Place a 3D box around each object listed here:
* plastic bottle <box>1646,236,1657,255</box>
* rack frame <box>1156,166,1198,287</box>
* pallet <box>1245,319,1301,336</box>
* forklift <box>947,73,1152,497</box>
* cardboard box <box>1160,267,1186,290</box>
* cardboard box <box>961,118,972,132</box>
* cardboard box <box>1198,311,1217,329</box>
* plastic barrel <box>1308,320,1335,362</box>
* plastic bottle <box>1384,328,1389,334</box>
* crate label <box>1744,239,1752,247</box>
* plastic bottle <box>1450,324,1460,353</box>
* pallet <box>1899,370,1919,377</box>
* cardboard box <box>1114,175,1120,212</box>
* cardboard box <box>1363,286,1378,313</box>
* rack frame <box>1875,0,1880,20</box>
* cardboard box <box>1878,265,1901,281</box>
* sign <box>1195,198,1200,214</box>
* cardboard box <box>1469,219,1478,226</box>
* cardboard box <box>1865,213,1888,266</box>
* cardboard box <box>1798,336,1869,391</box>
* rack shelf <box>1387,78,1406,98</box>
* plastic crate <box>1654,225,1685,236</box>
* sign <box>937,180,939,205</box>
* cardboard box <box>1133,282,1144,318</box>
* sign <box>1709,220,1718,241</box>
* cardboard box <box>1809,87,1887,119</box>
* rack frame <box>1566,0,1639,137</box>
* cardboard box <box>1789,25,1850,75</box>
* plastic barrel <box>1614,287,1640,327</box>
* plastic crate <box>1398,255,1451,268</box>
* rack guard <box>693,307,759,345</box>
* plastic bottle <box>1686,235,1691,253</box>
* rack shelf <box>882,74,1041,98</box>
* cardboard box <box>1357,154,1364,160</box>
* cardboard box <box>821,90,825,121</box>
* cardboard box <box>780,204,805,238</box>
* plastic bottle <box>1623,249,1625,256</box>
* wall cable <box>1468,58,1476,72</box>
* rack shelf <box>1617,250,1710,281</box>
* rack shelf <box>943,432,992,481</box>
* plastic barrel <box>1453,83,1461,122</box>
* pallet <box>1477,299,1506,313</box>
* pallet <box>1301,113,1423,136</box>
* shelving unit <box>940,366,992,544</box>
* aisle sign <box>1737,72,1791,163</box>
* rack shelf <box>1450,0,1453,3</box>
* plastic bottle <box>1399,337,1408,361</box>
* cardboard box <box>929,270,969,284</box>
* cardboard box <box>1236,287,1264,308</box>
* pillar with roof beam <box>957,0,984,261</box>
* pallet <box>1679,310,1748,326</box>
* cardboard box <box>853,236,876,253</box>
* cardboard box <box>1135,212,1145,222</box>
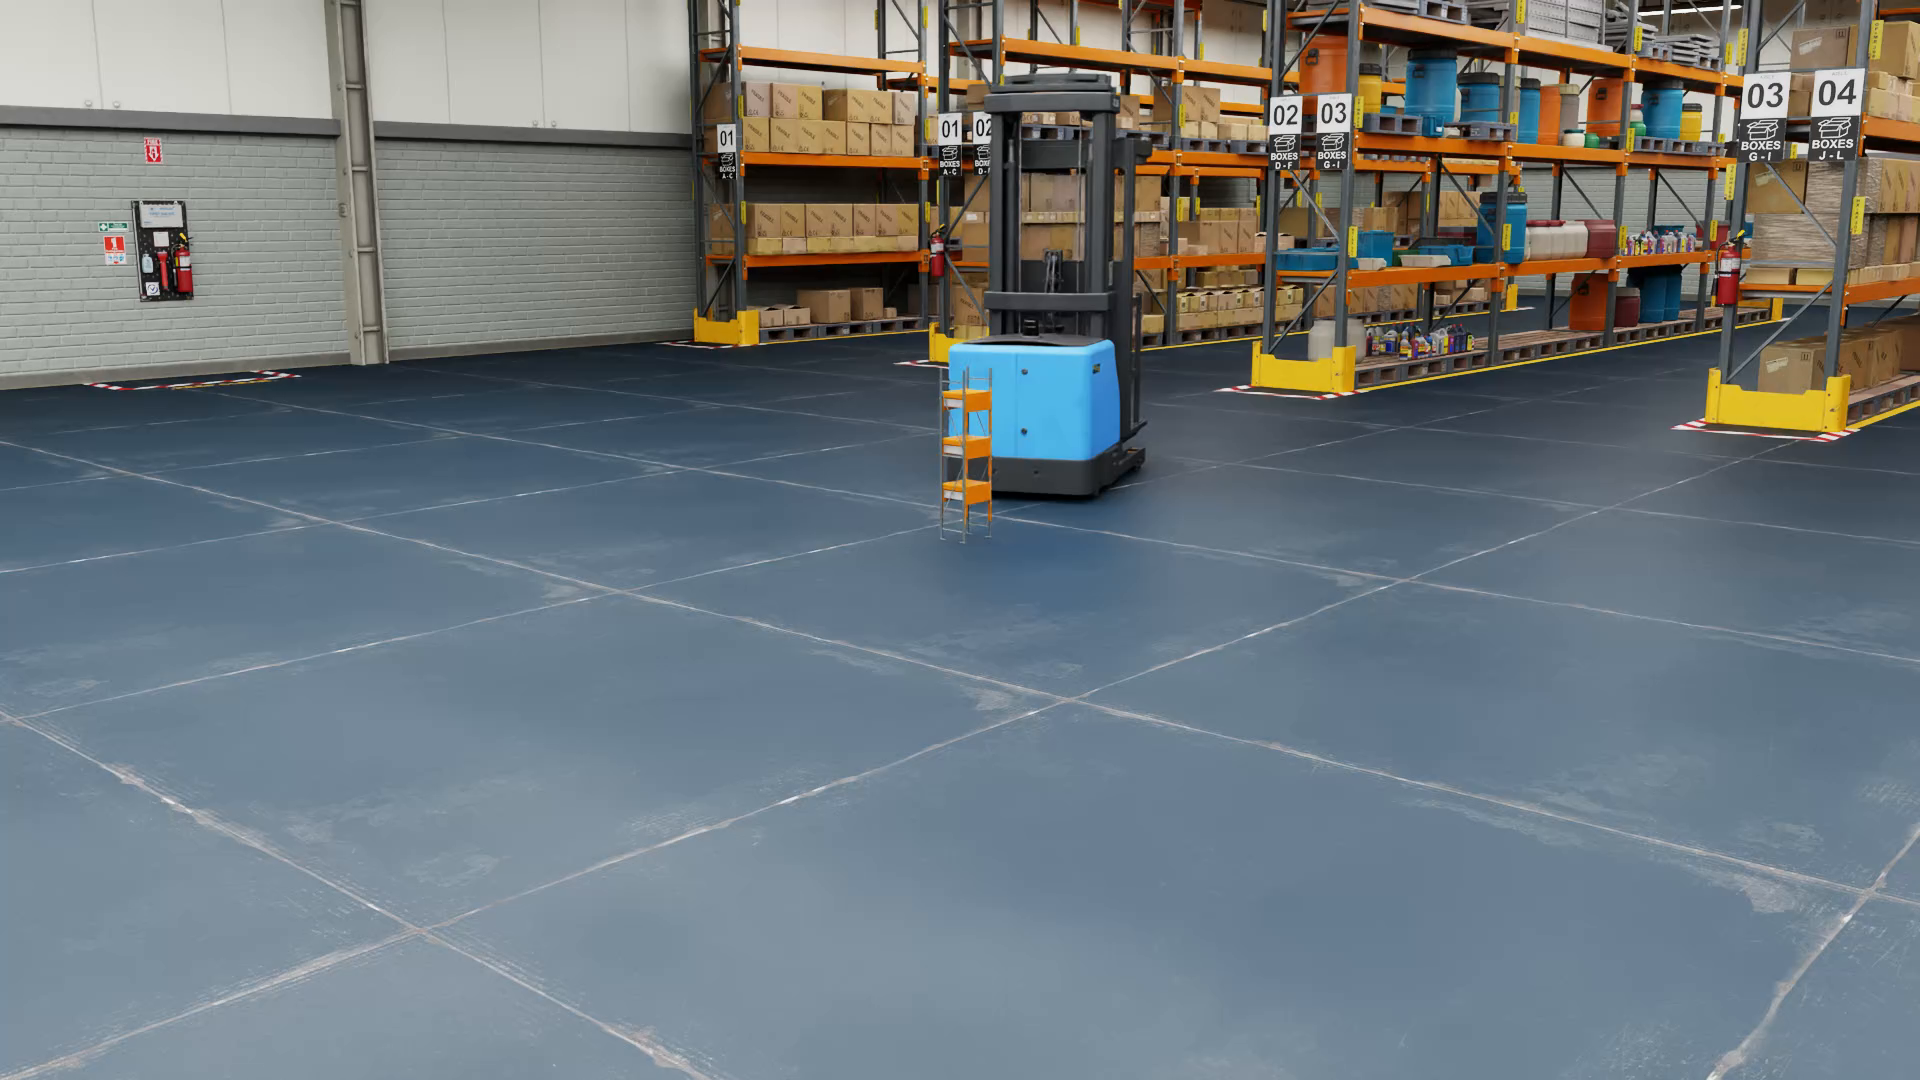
[{"bbox_3d":[10.577,-4.514,25.470,0.152,0.276,0.135,10,15,40],"label":"plastic bottle"},{"bbox_3d":[4.332,-6.218,33.686,1.000,3.000,0.127,10,15,40],"label":"rack frame"},{"bbox_3d":[4.842,-3.506,27.228,1.003,0.211,1.213,10,15,40],"label":"pallet"},{"bbox_3d":[0.825,-1.981,12.647,1.130,2.935,3.031,3,12,17],"label":"forklift"},{"bbox_3d":[4.000,-5.258,33.293,0.750,0.750,0.750,10,15,41],"label":"cardboard box"},{"bbox_3d":[0.286,-7.019,28.708,0.500,0.500,0.500,9,14,38],"label":"cardboard box"},{"bbox_3d":[3.565,-3.361,25.330,0.500,0.250,0.500,10,15,42],"label":"cardboard box"},{"bbox_3d":[4.229,-2.265,19.171,0.421,0.512,0.421,0,11,0],"label":"plastic barrel"},{"bbox_3d":[5.383,-2.532,21.044,0.061,0.283,0.133,11,15,43],"label":"plastic bottle"},{"bbox_3d":[13.644,-5.198,29.097,0.396,0.136,0.243,10,15,40],"label":"crate label"},{"bbox_3d":[6.157,-2.517,20.794,0.144,0.351,0.185,9,14,38],"label":"plastic bottle"},{"bbox_3d":[10.726,-1.867,19.022,1.003,0.211,1.213,10,15,40],"label":"pallet"},{"bbox_3d":[1.822,-4.872,23.380,0.700,0.500,0.500,10,15,40],"label":"cardboard box"},{"bbox_3d":[6.947,-4.238,29.031,0.500,0.500,0.500,9,14,38],"label":"cardboard box"},{"bbox_3d":[10.213,-6.062,17.587,1.000,3.000,0.127,10,15,40],"label":"rack frame"},{"bbox_3d":[9.003,-2.628,16.350,0.380,0.149,0.250,10,15,40],"label":"cardboard box"},{"bbox_3d":[4.746,-6.679,33.237,0.100,0.325,0.005,10,15,40],"label":"sign"},{"bbox_3d":[9.598,-5.891,31.794,0.500,0.500,0.500,9,15,40],"label":"cardboard box"},{"bbox_3d":[8.559,-2.961,16.362,0.875,0.500,0.500,10,15,40],"label":"cardboard box"},{"bbox_3d":[8.794,-1.783,16.792,0.500,0.500,0.500,-10,15,-42],"label":"cardboard box"},{"bbox_3d":[9.375,-8.460,31.439,1.077,0.370,4.000,10,15,40],"label":"rack shelf"},{"bbox_3d":[11.825,-5.072,27.834,0.392,0.384,0.575,10,15,40],"label":"plastic crate"},{"bbox_3d":[-0.265,-4.569,21.868,0.100,0.325,0.005,10,15,40],"label":"sign"},{"bbox_3d":[2.293,-3.458,23.900,0.500,0.500,0.500,10,15,40],"label":"cardboard box"},{"bbox_3d":[12.185,-5.002,26.889,0.100,0.325,0.005,10,15,40],"label":"sign"},{"bbox_3d":[8.085,-3.966,15.136,0.500,0.250,0.500,10,15,42],"label":"cardboard box"},{"bbox_3d":[9.133,-7.291,23.739,1.000,3.000,0.127,10,15,40],"label":"rack frame"},{"bbox_3d":[8.406,-4.703,16.152,0.500,0.500,0.500,10,15,40],"label":"cardboard box"},{"bbox_3d":[10.189,-3.613,25.725,0.600,0.588,0.708,10,15,40],"label":"plastic barrel"},{"bbox_3d":[5.611,-3.360,20.046,0.530,0.136,0.437,10,15,40],"label":"plastic crate"},{"bbox_3d":[-3.540,-3.238,25.148,1.175,0.500,0.348,10,15,40],"label":"rack guard"},{"bbox_3d":[11.638,-4.741,26.585,0.061,0.283,0.133,10,15,40],"label":"plastic bottle"},{"bbox_3d":[0.371,-7.729,28.789,1.077,0.370,4.000,10,15,40],"label":"rack shelf"},{"bbox_3d":[6.357,-6.730,28.334,0.910,0.500,0.500,10,15,40],"label":"cardboard box"},{"bbox_3d":[-2.470,-6.795,26.054,0.500,0.500,0.500,10,15,40],"label":"cardboard box"},{"bbox_3d":[-2.715,-4.860,25.301,0.500,0.500,0.500,10,15,41],"label":"cardboard box"},{"bbox_3d":[9.758,-4.321,24.517,0.097,0.271,0.097,0,11,0],"label":"plastic bottle"},{"bbox_3d":[13.006,-11.139,38.039,3.097,2.526,0.112,10,15,40],"label":"wall cable"},{"bbox_3d":[10.453,-4.290,25.871,1.077,0.370,4.000,10,15,40],"label":"rack shelf"},{"bbox_3d":[0.035,-0.512,10.150,0.215,0.259,0.240,10,15,40],"label":"rack shelf"},{"bbox_3d":[6.061,-5.454,20.844,0.421,0.512,0.421,0,11,0],"label":"plastic barrel"},{"bbox_3d":[10.120,-4.671,33.058,1.003,0.211,1.213,10,15,40],"label":"pallet"},{"bbox_3d":[4.472,-4.659,18.705,1.003,0.211,1.213,10,15,40],"label":"pallet"},{"bbox_3d":[0.035,-0.523,10.148,0.215,1.050,0.252,10,15,40],"label":"shelving unit"},{"bbox_3d":[7.306,-3.836,15.122,0.394,0.787,0.004,10,15,40],"label":"aisle sign"},{"bbox_3d":[9.375,-10.092,31.113,1.077,0.370,4.000,10,15,40],"label":"rack shelf"},{"bbox_3d":[5.283,-2.276,19.792,0.097,0.271,0.097,0,11,0],"label":"plastic bottle"},{"bbox_3d":[-0.188,-4.575,28.801,0.500,0.250,0.500,9,15,39],"label":"cardboard box"},{"bbox_3d":[4.580,-3.862,26.407,0.500,0.311,0.500,10,15,40],"label":"cardboard box"},{"bbox_3d":[3.417,-7.936,26.968,9.100,9.000,0.400,10,15,40],"label":"pillar with roof beam"},{"bbox_3d":[13.035,-3.864,29.016,1.003,0.211,1.213,10,15,40],"label":"pallet"},{"bbox_3d":[-1.690,-4.721,26.519,0.500,0.250,0.500,10,15,40],"label":"cardboard box"},{"bbox_3d":[2.420,-4.626,23.802,0.380,0.149,0.250,9,15,39],"label":"cardboard box"}]
